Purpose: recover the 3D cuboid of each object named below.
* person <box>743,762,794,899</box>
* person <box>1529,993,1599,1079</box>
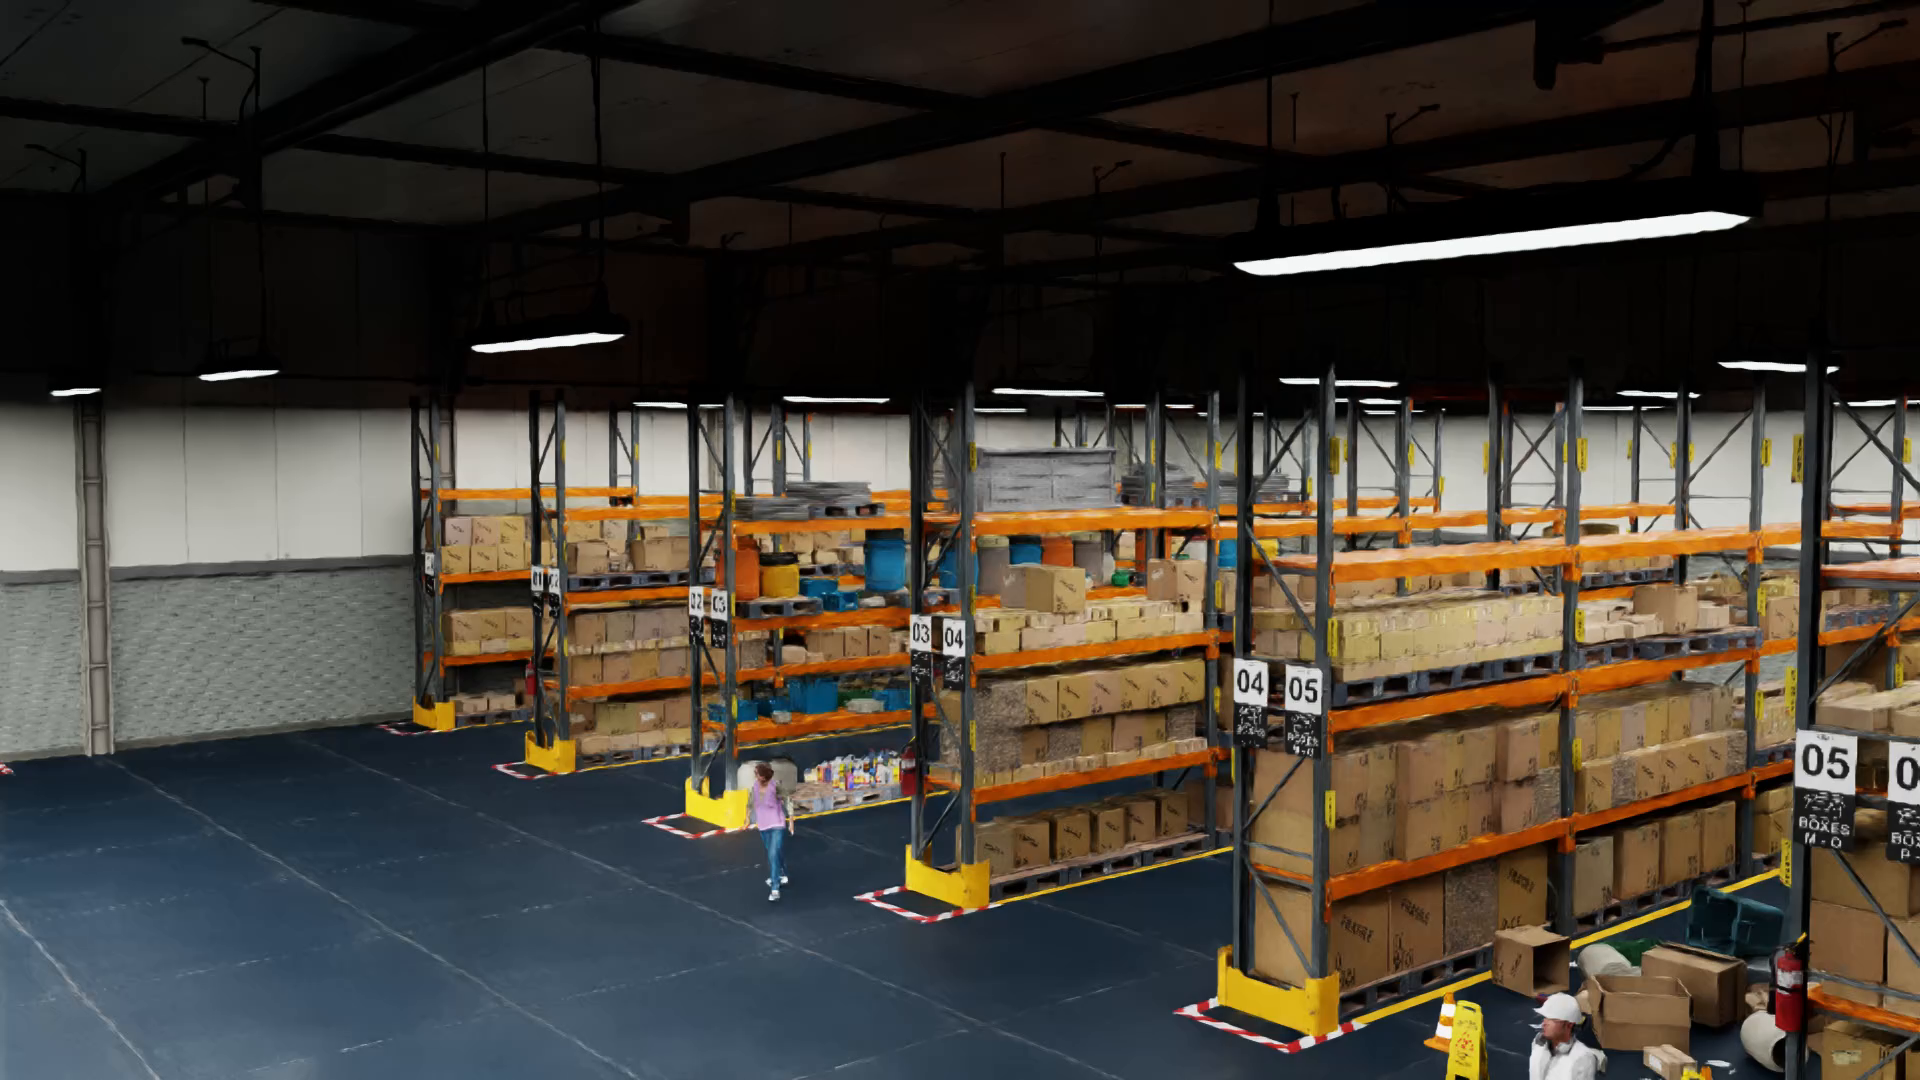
[{"bbox_3d":[-2.133,3.265,19.011,0.561,1.525,0.788,2,4,33],"label":"person"},{"bbox_3d":[3.749,3.679,10.397,1.021,1.712,0.540,-2,4,-30],"label":"person"}]
